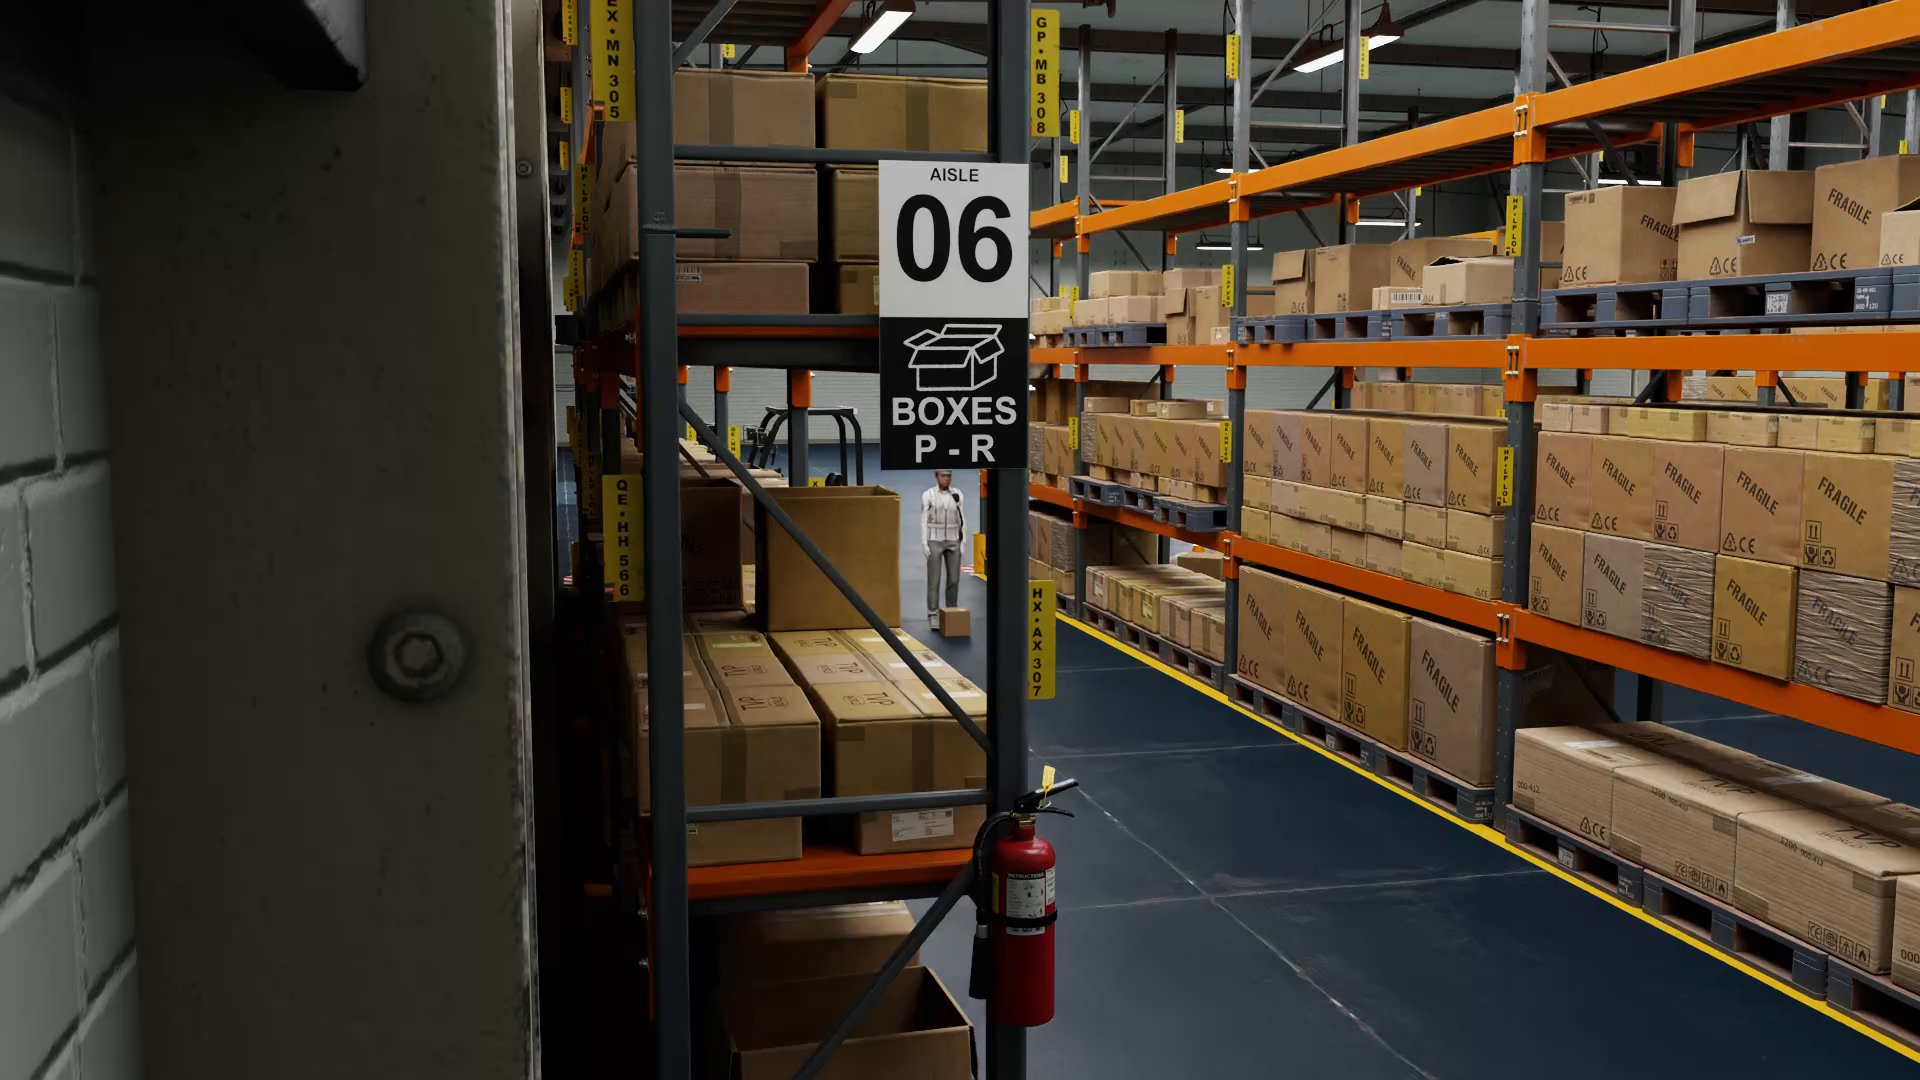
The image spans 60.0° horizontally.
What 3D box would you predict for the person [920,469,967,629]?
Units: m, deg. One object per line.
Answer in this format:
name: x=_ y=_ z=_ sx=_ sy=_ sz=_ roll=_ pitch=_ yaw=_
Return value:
person: x=-0.172 y=0.070 z=16.702 sx=0.454 sy=1.740 sz=0.406 roll=-1 pitch=6 yaw=-13
